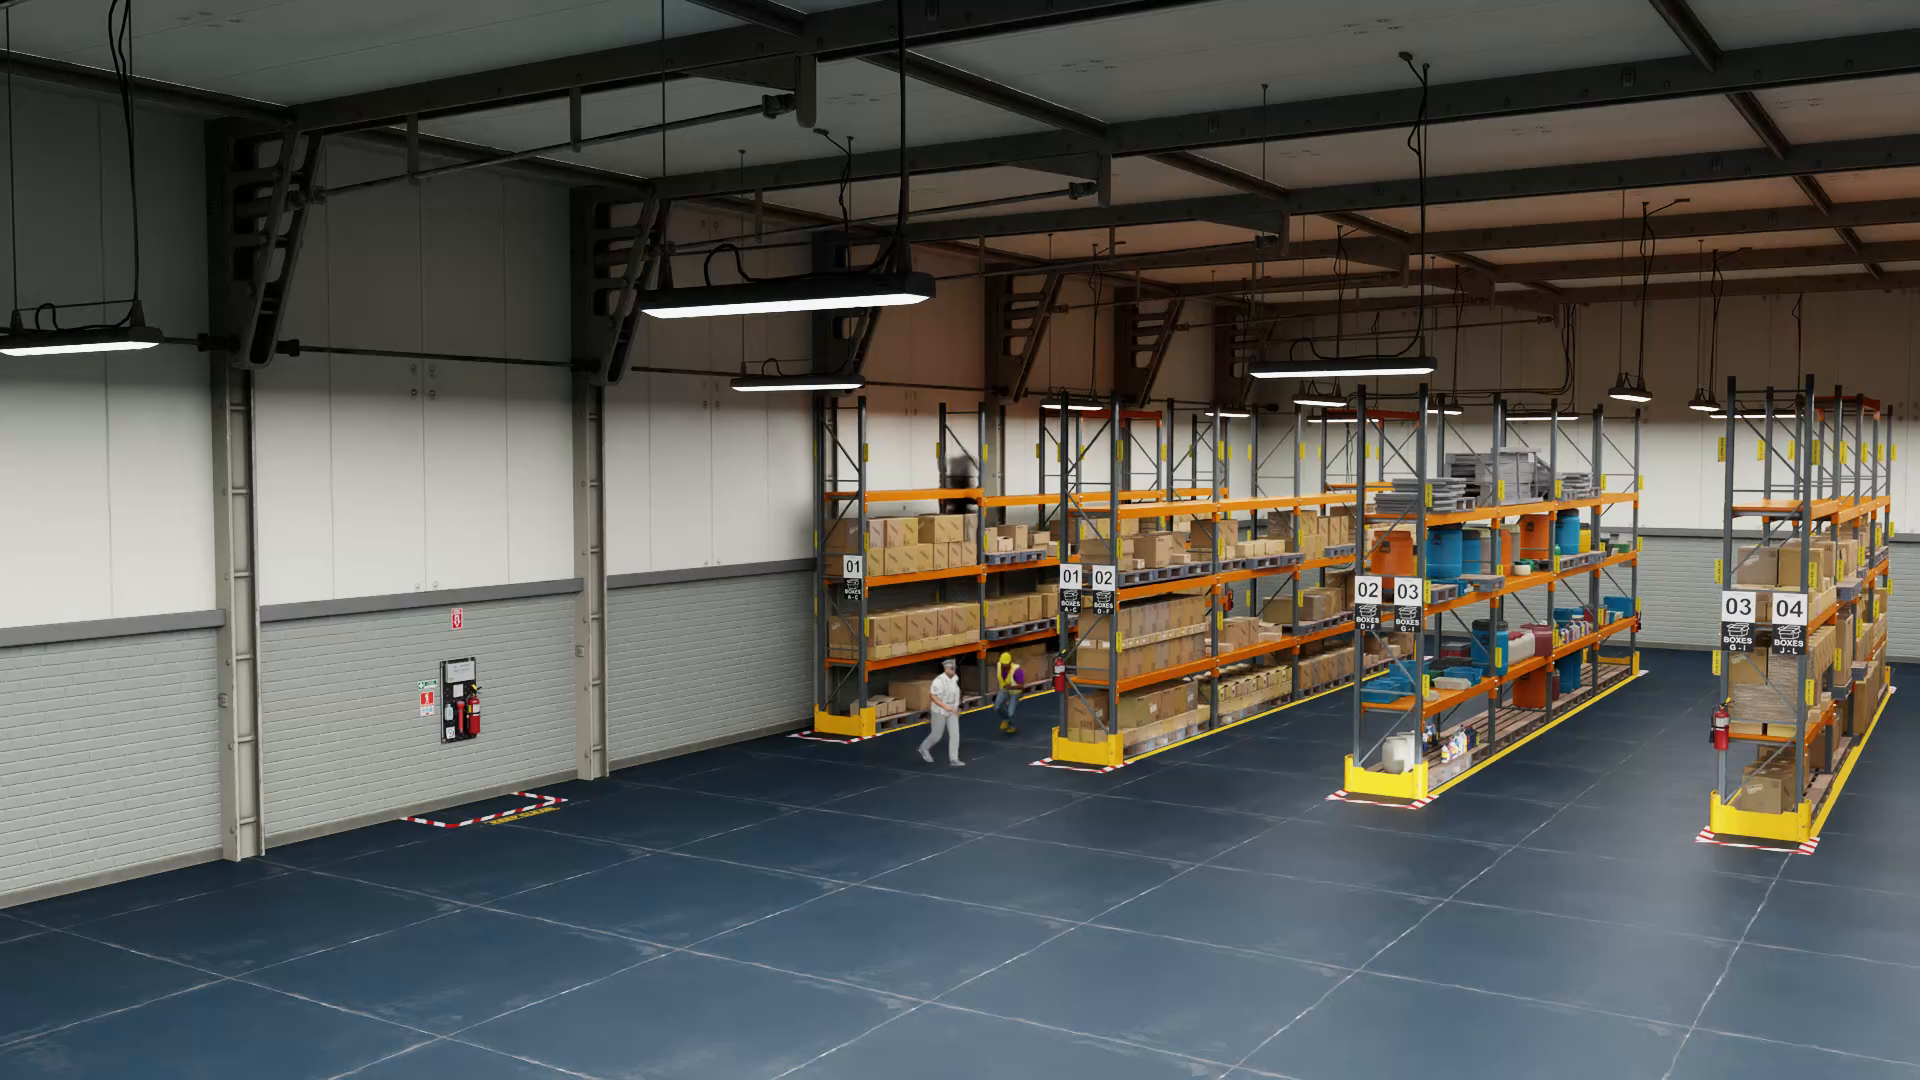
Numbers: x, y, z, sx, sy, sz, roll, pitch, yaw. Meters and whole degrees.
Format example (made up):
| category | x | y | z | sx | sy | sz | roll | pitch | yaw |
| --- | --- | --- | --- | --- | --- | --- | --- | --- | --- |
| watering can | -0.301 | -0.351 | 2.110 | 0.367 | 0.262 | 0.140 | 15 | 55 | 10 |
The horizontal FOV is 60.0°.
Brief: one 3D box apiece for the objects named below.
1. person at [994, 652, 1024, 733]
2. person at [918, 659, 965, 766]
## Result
| category | x | y | z | sx | sy | sz | roll | pitch | yaw |
| --- | --- | --- | --- | --- | --- | --- | --- | --- | --- |
| person | 0.851 | 2.690 | 29.321 | 0.733 | 1.507 | 1.011 | 1 | 3 | 26 |
| person | -0.290 | 2.732 | 26.530 | 0.622 | 1.726 | 0.964 | -3 | 4 | -40 |
